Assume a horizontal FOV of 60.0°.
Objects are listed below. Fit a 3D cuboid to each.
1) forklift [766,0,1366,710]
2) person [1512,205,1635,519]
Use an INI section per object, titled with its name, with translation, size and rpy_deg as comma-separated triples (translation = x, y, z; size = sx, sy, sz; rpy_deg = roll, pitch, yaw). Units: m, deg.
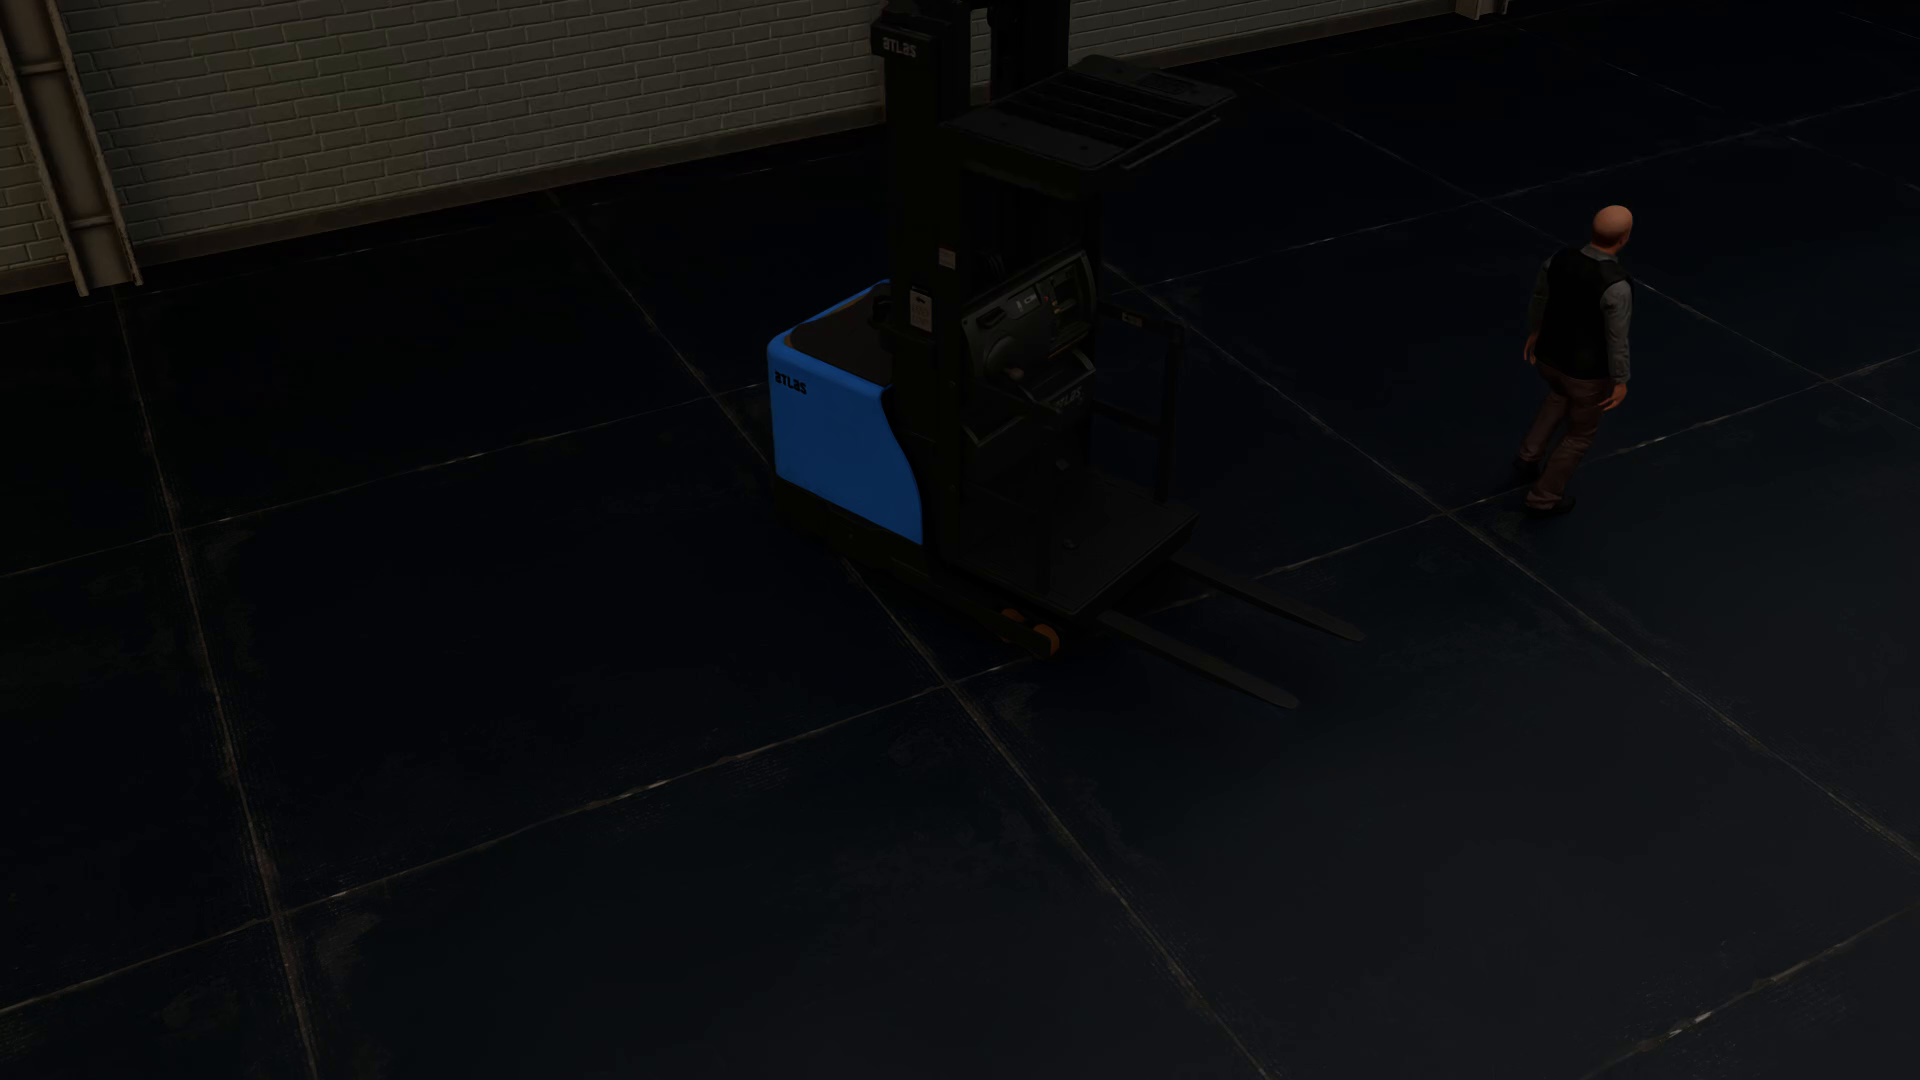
[forklift]
translation = 0.486, -0.978, 7.507
size = 3.031, 2.935, 1.130
rpy_deg = 25, 42, 31
[person]
translation = 3.183, -0.912, 8.497
size = 0.494, 1.724, 0.645
rpy_deg = -18, 39, -24
